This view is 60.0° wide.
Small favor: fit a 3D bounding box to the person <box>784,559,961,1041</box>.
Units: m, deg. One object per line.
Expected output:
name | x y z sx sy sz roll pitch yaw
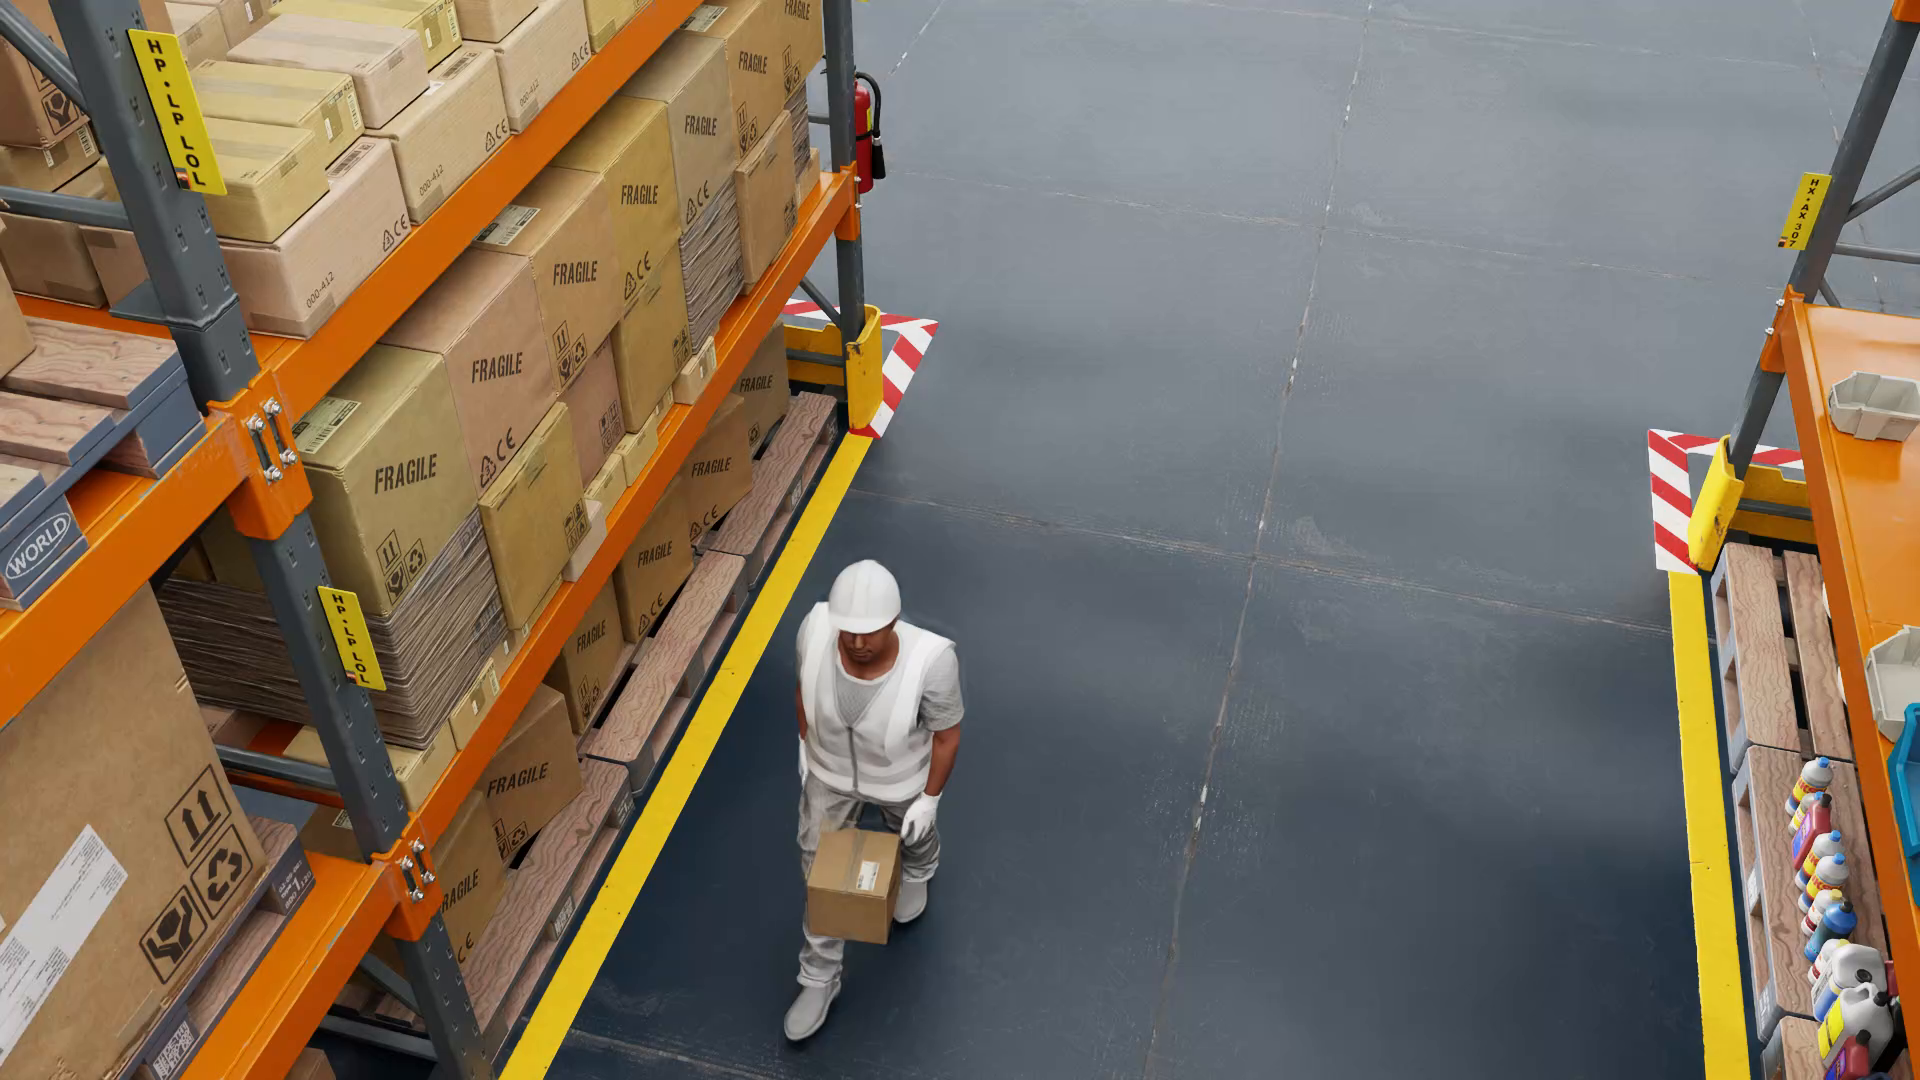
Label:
person | -0.285 0.783 5.219 0.553 1.750 0.882 10 42 11
